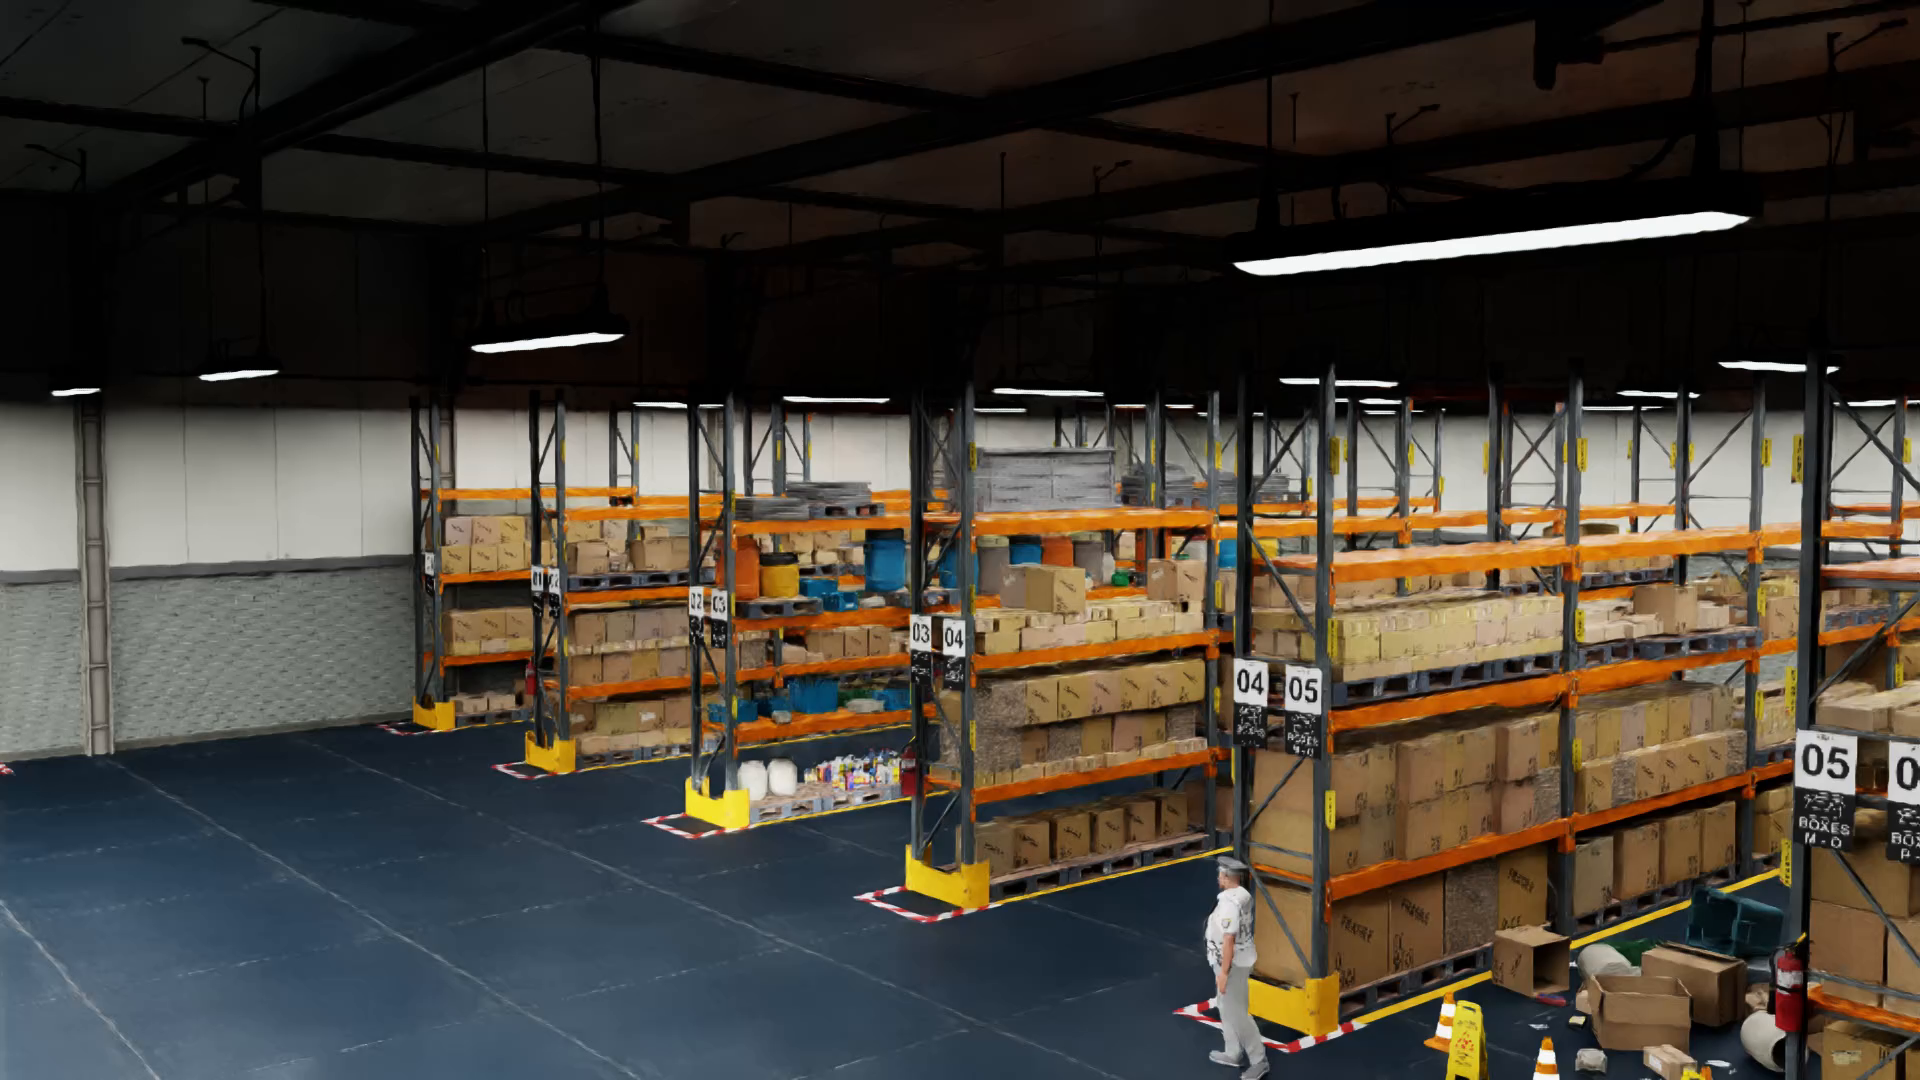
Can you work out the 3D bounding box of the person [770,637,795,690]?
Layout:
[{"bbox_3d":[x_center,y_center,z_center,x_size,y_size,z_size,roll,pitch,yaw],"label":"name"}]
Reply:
[{"bbox_3d":[-3.353,2.511,31.633,0.517,1.596,0.625,-3,5,-42],"label":"person"}]

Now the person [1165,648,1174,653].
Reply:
[{"bbox_3d":[3.856,2.602,30.354,1.036,1.517,0.417,-2,4,-37],"label":"person"}]

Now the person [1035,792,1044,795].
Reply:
[{"bbox_3d":[1.071,2.909,24.576,0.655,1.598,0.796,2,4,28],"label":"person"}]

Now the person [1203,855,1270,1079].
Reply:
[{"bbox_3d":[2.294,3.491,13.664,0.559,1.746,0.653,1,4,22],"label":"person"}]
